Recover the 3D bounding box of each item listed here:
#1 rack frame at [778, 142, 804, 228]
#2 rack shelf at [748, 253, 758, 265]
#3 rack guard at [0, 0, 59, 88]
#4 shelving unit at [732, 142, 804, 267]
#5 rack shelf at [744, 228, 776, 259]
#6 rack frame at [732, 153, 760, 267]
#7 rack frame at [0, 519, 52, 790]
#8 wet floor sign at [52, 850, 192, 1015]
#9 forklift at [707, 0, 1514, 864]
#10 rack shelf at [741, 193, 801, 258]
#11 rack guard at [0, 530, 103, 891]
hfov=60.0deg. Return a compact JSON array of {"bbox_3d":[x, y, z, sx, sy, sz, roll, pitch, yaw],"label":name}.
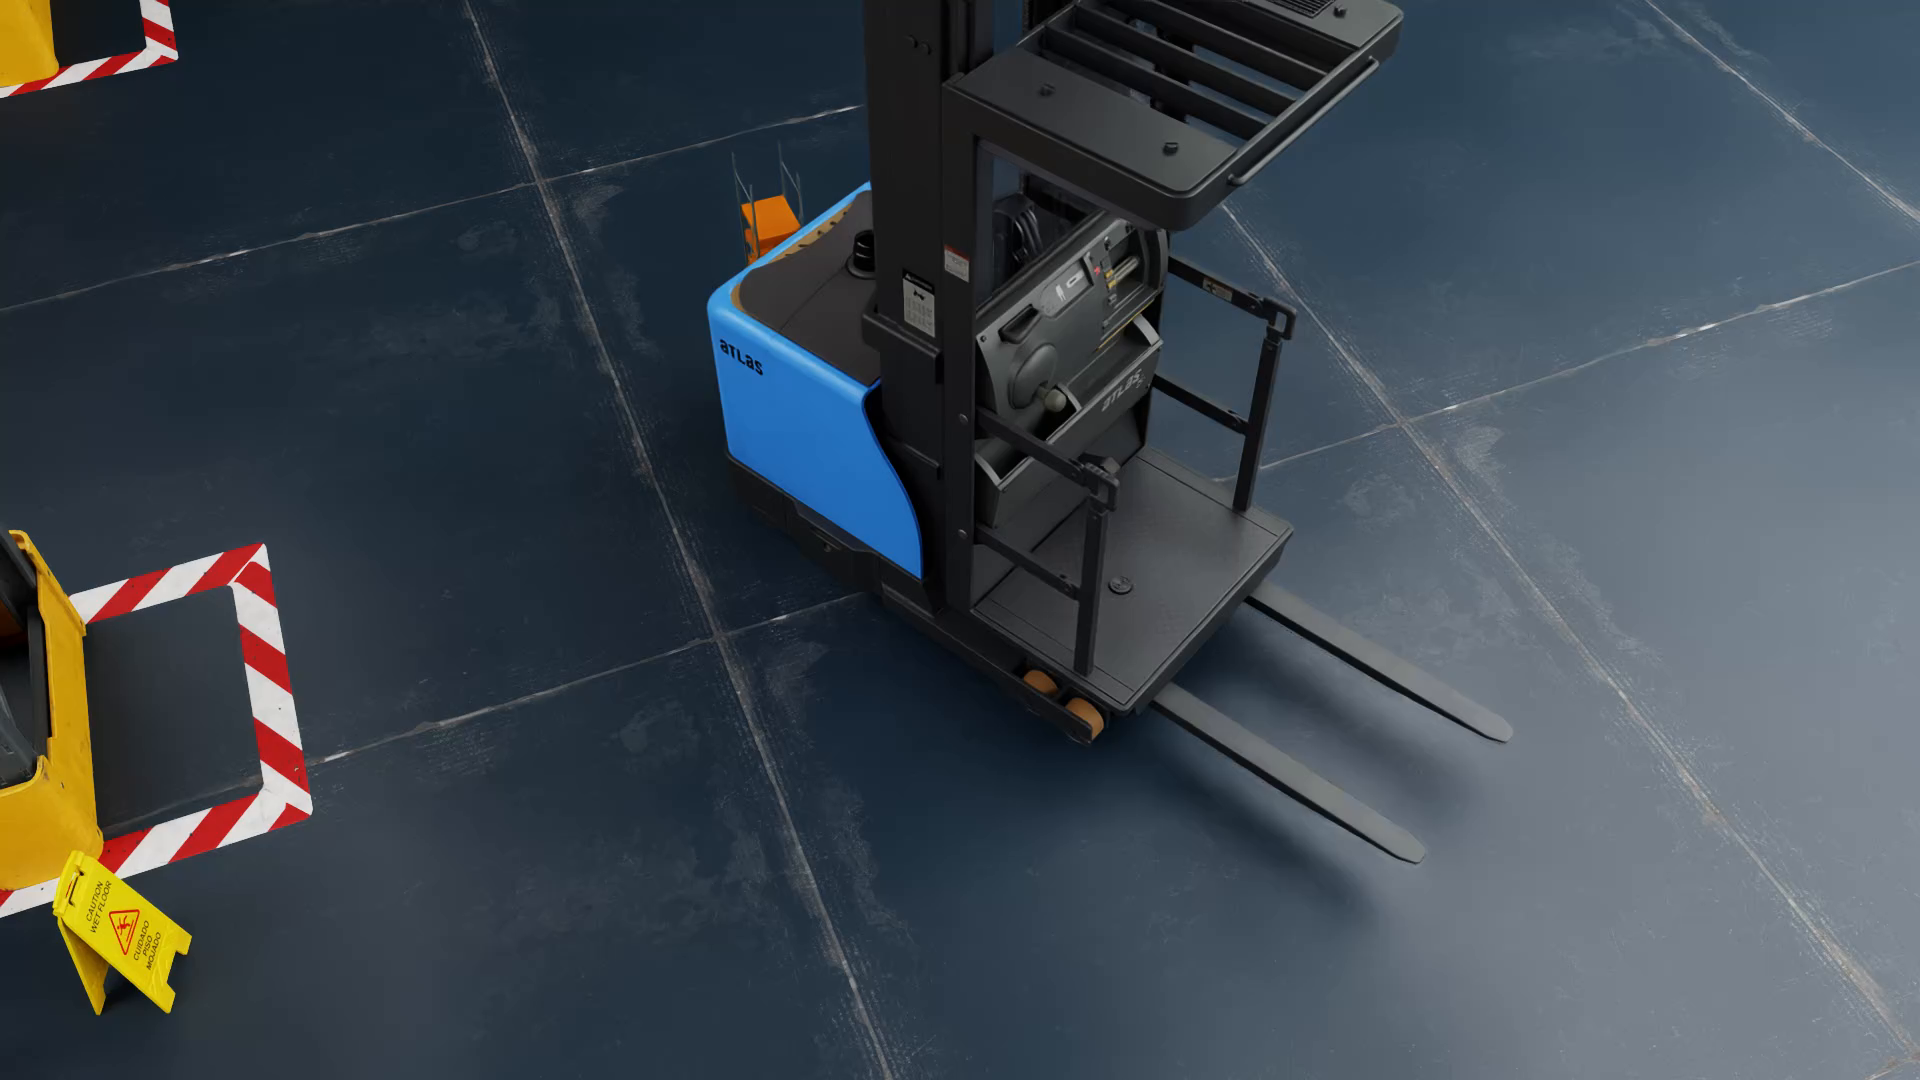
[{"bbox_3d":[-0.637,-1.025,6.675,0.006,1.200,0.240,-17,50,-14],"label":"rack frame"},{"bbox_3d":[-0.722,-1.049,6.597,0.180,0.103,0.258,-17,50,-14],"label":"rack shelf"},{"bbox_3d":[-5.075,-2.942,8.788,0.348,0.500,1.175,-17,52,-14],"label":"rack guard"},{"bbox_3d":[-0.721,-0.999,6.653,0.189,1.200,0.258,-17,50,-14],"label":"shelving unit"},{"bbox_3d":[-0.723,-1.130,6.508,0.180,0.103,0.258,-17,50,-14],"label":"rack shelf"},{"bbox_3d":[-0.806,-0.973,6.630,0.006,1.200,0.240,-17,50,-14],"label":"rack frame"},{"bbox_3d":[-3.217,-0.265,4.841,0.127,3.000,1.000,-17,52,-14],"label":"rack frame"},{"bbox_3d":[-2.637,1.199,5.135,0.232,0.644,0.267,-2,49,-1],"label":"wet floor sign"},{"bbox_3d":[0.534,-0.686,5.248,3.031,2.935,1.130,32,57,25],"label":"forklift"},{"bbox_3d":[-0.724,-1.211,6.419,0.180,0.103,0.258,-17,50,-14],"label":"rack shelf"},{"bbox_3d":[-3.287,0.572,5.770,0.348,0.500,1.175,-17,52,-14],"label":"rack guard"}]
